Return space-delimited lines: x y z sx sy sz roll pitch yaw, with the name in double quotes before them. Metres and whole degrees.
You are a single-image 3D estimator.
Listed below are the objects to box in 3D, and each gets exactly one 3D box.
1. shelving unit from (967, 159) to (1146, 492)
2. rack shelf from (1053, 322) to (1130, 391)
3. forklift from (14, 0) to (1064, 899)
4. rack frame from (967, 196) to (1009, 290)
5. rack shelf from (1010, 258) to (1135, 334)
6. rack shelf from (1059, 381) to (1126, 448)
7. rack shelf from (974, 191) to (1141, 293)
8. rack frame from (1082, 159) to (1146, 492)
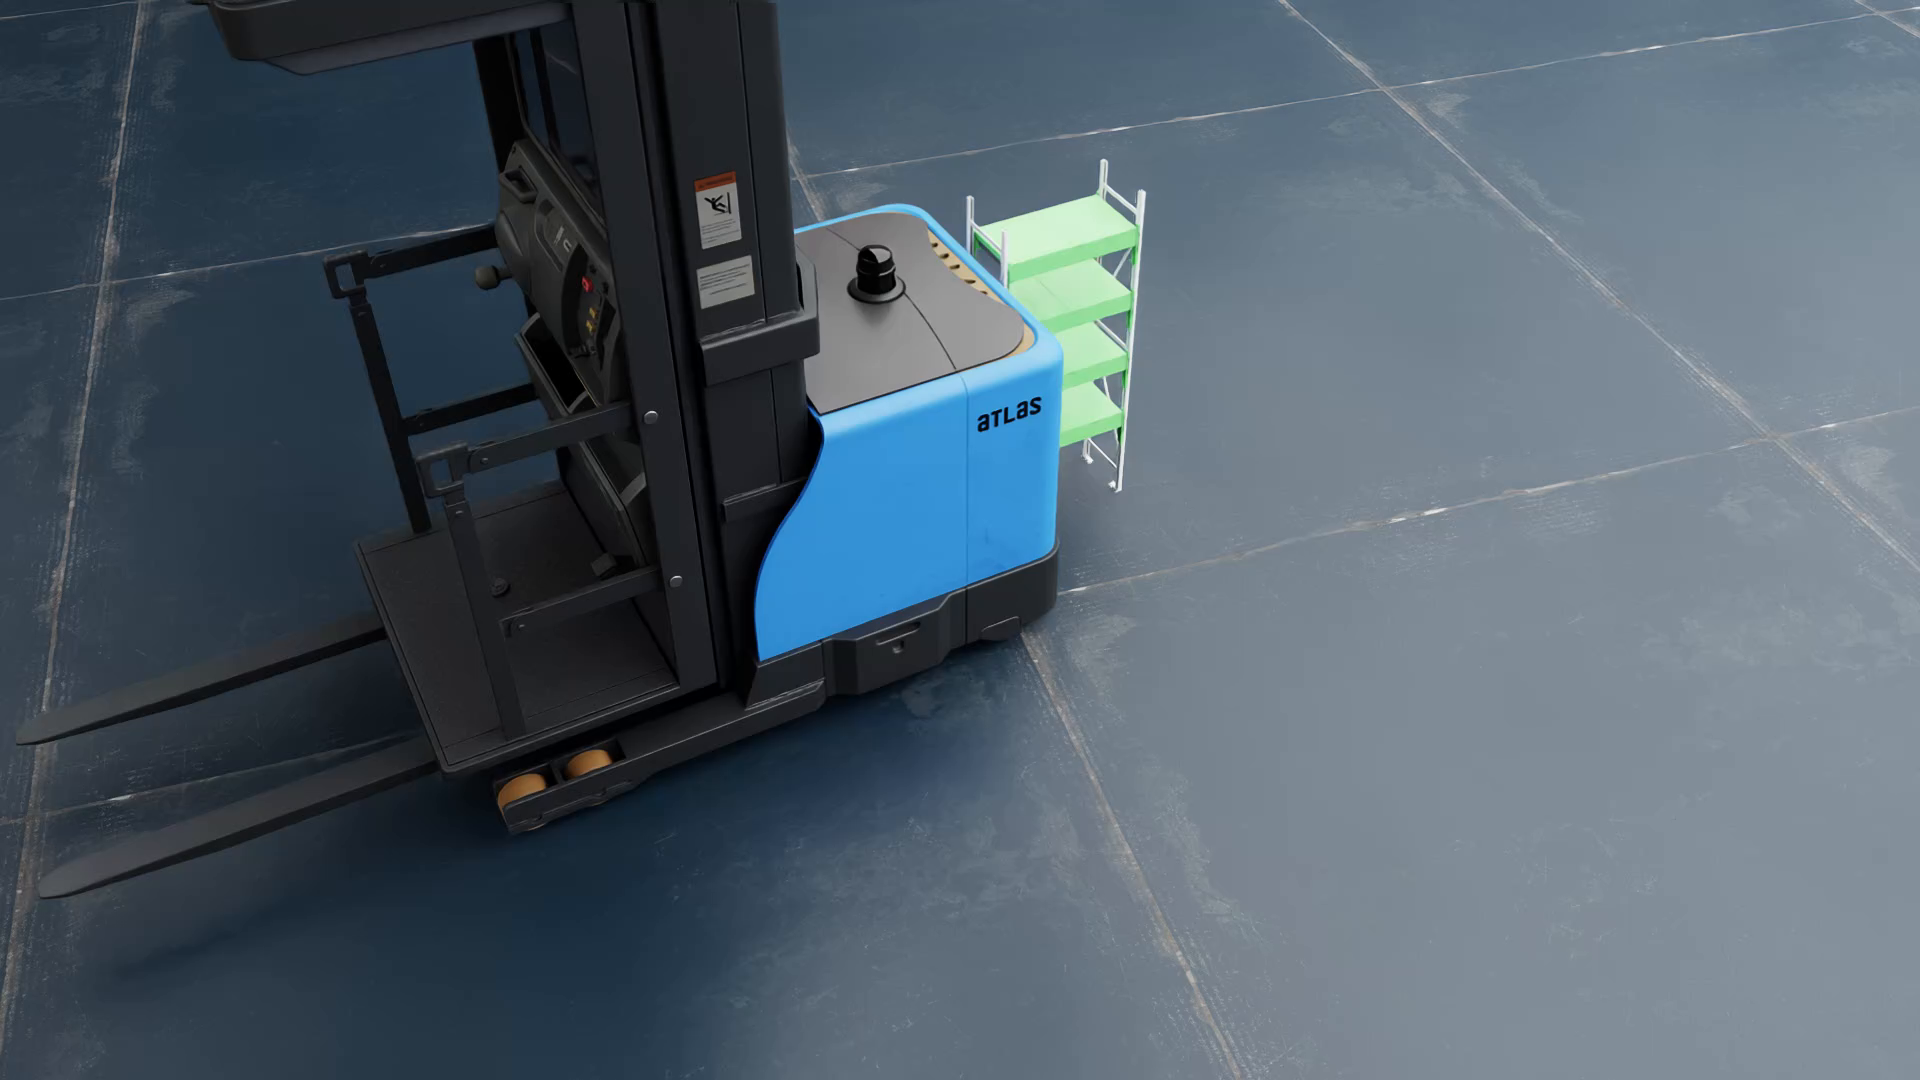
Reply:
"shelving unit" 0.299 -0.618 5.545 0.503 1.200 0.258 -20 45 -21
"rack shelf" 0.299 -0.570 5.587 0.480 0.148 0.258 -20 45 -21
"forklift" -1.229 -0.666 4.285 3.031 2.935 1.130 -20 45 -21
"rack frame" 0.084 -0.542 5.458 0.015 1.200 0.240 -20 45 -21
"rack shelf" 0.299 -0.751 5.430 0.480 0.148 0.258 -20 45 -21
"rack shelf" 0.299 -0.389 5.745 0.480 0.148 0.258 -20 45 -21
"rack shelf" 0.299 -0.931 5.272 0.480 0.148 0.258 -20 45 -21
"rack frame" 0.513 -0.694 5.633 0.015 1.200 0.240 -20 45 -21
